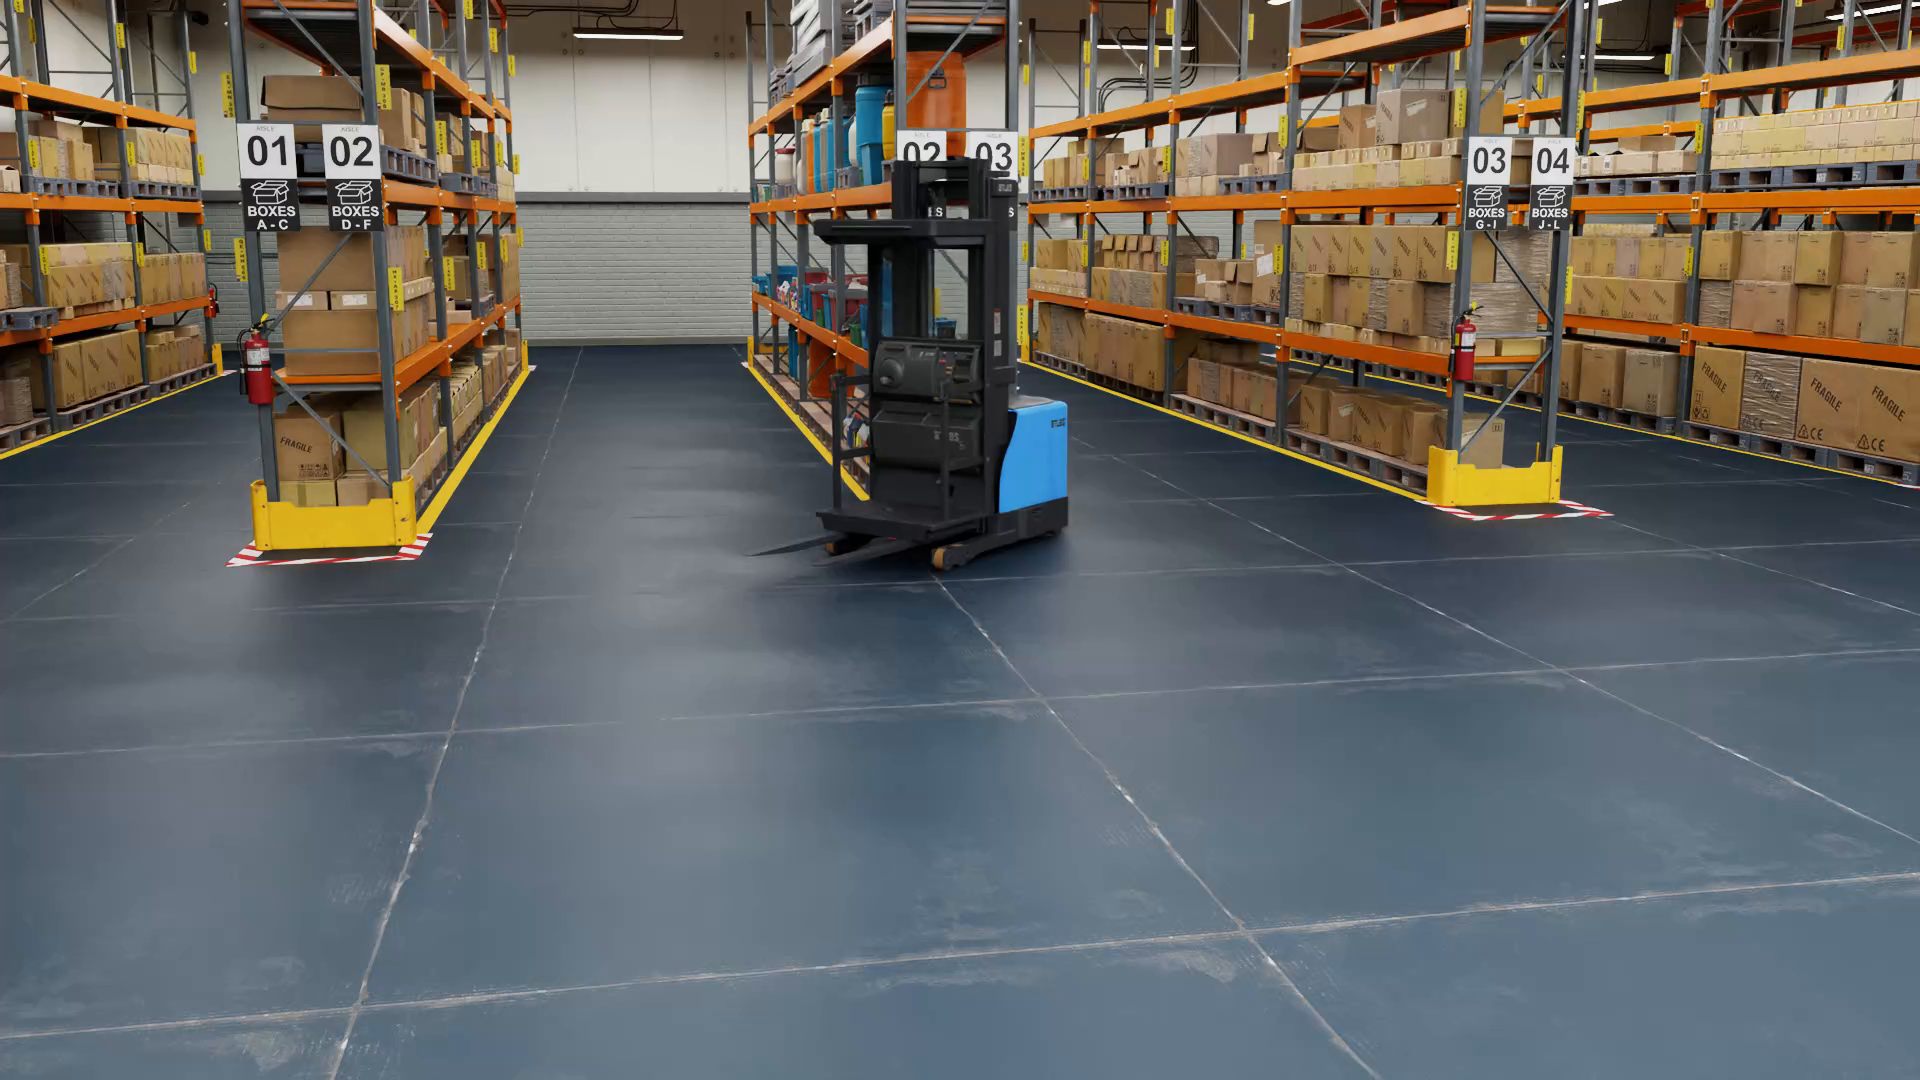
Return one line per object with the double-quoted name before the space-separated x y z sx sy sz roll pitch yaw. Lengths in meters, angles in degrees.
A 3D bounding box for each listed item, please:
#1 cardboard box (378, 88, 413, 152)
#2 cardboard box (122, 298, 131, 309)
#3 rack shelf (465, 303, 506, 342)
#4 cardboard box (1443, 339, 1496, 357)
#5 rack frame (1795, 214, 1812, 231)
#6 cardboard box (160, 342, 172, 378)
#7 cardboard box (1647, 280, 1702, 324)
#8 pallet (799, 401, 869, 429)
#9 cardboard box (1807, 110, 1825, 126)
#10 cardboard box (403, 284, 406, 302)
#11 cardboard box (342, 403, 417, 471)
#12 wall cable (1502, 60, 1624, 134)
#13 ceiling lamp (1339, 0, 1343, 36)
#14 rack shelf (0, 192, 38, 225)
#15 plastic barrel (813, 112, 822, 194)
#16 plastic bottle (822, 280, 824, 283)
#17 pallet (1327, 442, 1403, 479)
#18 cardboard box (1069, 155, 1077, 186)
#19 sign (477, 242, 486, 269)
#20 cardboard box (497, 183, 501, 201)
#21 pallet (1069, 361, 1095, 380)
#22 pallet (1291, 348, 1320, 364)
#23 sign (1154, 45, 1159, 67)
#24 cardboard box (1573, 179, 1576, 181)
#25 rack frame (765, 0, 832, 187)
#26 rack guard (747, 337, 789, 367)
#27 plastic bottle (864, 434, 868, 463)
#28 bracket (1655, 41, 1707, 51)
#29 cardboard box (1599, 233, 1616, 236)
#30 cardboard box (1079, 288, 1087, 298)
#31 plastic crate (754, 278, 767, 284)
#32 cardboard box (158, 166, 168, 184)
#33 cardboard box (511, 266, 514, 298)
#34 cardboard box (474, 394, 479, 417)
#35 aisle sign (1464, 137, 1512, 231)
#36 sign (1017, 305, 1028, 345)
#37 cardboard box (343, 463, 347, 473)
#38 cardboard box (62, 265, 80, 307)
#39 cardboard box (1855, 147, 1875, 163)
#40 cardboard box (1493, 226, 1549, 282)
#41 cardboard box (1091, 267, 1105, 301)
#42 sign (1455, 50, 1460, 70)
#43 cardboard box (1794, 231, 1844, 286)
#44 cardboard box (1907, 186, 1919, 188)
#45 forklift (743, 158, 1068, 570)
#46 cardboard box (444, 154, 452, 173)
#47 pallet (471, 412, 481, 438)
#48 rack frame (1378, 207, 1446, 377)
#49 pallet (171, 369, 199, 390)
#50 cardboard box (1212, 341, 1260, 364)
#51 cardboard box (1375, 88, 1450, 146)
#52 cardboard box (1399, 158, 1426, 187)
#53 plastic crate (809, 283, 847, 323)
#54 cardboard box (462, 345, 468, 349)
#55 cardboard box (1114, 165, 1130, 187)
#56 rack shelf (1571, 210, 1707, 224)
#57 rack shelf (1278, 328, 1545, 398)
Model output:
"cardboard box" -4.943 -3.562 14.099 0.500 0.500 0.500 -2 11 -11
"cardboard box" -11.664 -3.259 22.913 0.380 0.149 0.250 -2 11 -10
"rack shelf" -6.833 -2.930 22.492 1.077 0.370 4.000 -2 11 -11
"cardboard box" 4.572 -1.730 14.937 0.380 0.149 0.250 -2 11 -11
"rack frame" 16.307 -5.285 32.941 1.000 3.000 0.127 -2 11 -11
"cardboard box" -12.219 -2.681 24.822 0.700 0.500 0.500 -2 11 -12
"cardboard box" 8.573 -2.839 19.825 0.500 0.500 0.500 -2 11 -11
"pallet" -1.471 -1.583 20.947 1.003 0.211 1.213 -2 11 -11
"cardboard box" 8.971 -4.344 17.121 0.380 0.149 0.250 -2 11 -11
"cardboard box" -5.005 -2.133 14.379 0.380 0.149 0.250 -2 11 -12
"cardboard box" -4.873 -0.871 13.977 0.500 0.500 0.500 -2 11 -11
"wall cable" 13.535 -9.224 37.489 2.988 3.039 0.133 -2 11 -11
"ceiling lamp" 8.539 -11.323 33.006 2.000 3.185 0.800 -2 11 -11
"rack shelf" -10.913 -3.489 17.407 1.077 0.370 4.000 -2 11 -11
"plastic barrel" -1.372 -4.408 18.968 0.600 0.901 0.708 -2 11 -11
"plastic bottle" -2.004 -3.644 24.449 0.144 0.351 0.185 -2 11 -11
"pallet" 4.458 -0.827 16.975 1.003 0.211 1.213 -2 11 -11
"cardboard box" 2.185 -6.028 27.165 0.700 0.500 0.500 -2 11 -8
"sign" -5.900 -3.506 20.499 0.100 0.325 0.005 -2 11 -11
"cardboard box" -7.073 -5.148 24.602 0.500 0.250 0.500 -2 11 -11
"pallet" 2.425 -2.782 27.250 1.003 0.211 1.213 -2 11 -11
"pallet" 6.741 -3.371 30.344 1.003 0.211 1.213 -2 11 -11
"sign" 3.026 -7.477 25.701 0.100 0.325 0.005 -2 11 -11
"cardboard box" 11.615 -6.680 31.258 0.500 0.250 0.500 -3 11 -16
"rack frame" -2.362 -6.777 24.734 1.000 3.000 0.127 -2 11 -11
"rack guard" -3.157 -3.339 29.404 1.175 0.500 0.348 -2 11 -11
"plastic bottle" -0.838 -0.875 15.879 0.152 0.276 0.135 -2 11 -11
"bracket" 15.695 -11.103 37.838 0.076 0.066 5.218 -2 11 -11
"cardboard box" 11.655 -5.173 29.413 0.500 0.500 0.500 -2 11 -10
"cardboard box" 2.116 -3.930 26.496 0.380 0.149 0.250 -2 11 -11
"plastic crate" -3.287 -4.333 28.224 0.416 0.233 0.300 -2 11 -11
"cardboard box" -12.148 -5.449 24.790 0.500 0.250 0.500 -2 11 -13
"cardboard box" -7.352 -4.082 26.351 0.500 0.500 0.500 -2 11 -12
"cardboard box" -5.998 -1.590 19.759 0.500 0.250 0.500 -2 11 -12
"aisle sign" 4.548 -3.064 14.318 0.394 0.787 0.004 -2 11 -11
"sign" 0.512 -1.784 13.807 0.100 0.325 0.005 -2 11 -11
"cardboard box" -5.391 -0.484 13.947 0.500 0.250 0.500 -2 11 -11
"cardboard box" -11.238 -3.136 20.532 0.500 0.500 0.500 -2 11 -9
"cardboard box" 9.120 -3.812 16.459 0.380 0.149 0.250 -2 11 -12
"cardboard box" 4.991 -2.606 15.129 0.500 0.500 0.500 -2 11 -11
"cardboard box" 2.341 -3.965 25.741 0.500 0.500 0.500 -2 11 -11
"sign" 7.924 -7.677 26.540 0.100 0.325 0.005 -2 11 -11
"cardboard box" 9.277 -2.942 17.342 0.875 0.550 0.500 -2 11 -11
"cardboard box" 13.320 -4.882 22.526 0.797 0.503 0.637 -2 11 -11
"forklift" -0.370 -1.319 12.287 1.130 2.935 3.031 7 13 34
"cardboard box" -6.180 -4.346 19.264 0.500 0.250 0.500 -2 11 -9
"pallet" -6.322 -1.394 19.958 1.003 0.211 1.213 -2 11 -11
"rack frame" 7.381 -4.172 27.092 1.000 3.000 0.127 -2 11 -11
"pallet" -12.392 -2.466 25.589 1.003 0.211 1.213 -2 11 -11
"cardboard box" 3.547 -2.414 21.360 0.500 0.250 0.500 -1 11 -5
"cardboard box" 4.281 -3.998 15.759 0.500 0.500 0.500 -2 11 -11
"cardboard box" 4.387 -3.379 15.308 0.500 0.250 0.500 -2 11 -11
"plastic crate" -1.570 -2.820 19.819 0.402 0.464 0.583 -2 11 -11
"cardboard box" -7.367 -2.541 24.032 0.500 0.500 0.500 -3 11 -14
"cardboard box" 2.621 -5.441 24.856 0.500 0.311 0.500 -3 11 -13
"rack shelf" 11.828 -5.857 29.849 1.077 0.370 4.000 -2 11 -11
"rack shelf" 4.441 -1.822 16.673 1.077 0.370 4.000 -2 11 -11
